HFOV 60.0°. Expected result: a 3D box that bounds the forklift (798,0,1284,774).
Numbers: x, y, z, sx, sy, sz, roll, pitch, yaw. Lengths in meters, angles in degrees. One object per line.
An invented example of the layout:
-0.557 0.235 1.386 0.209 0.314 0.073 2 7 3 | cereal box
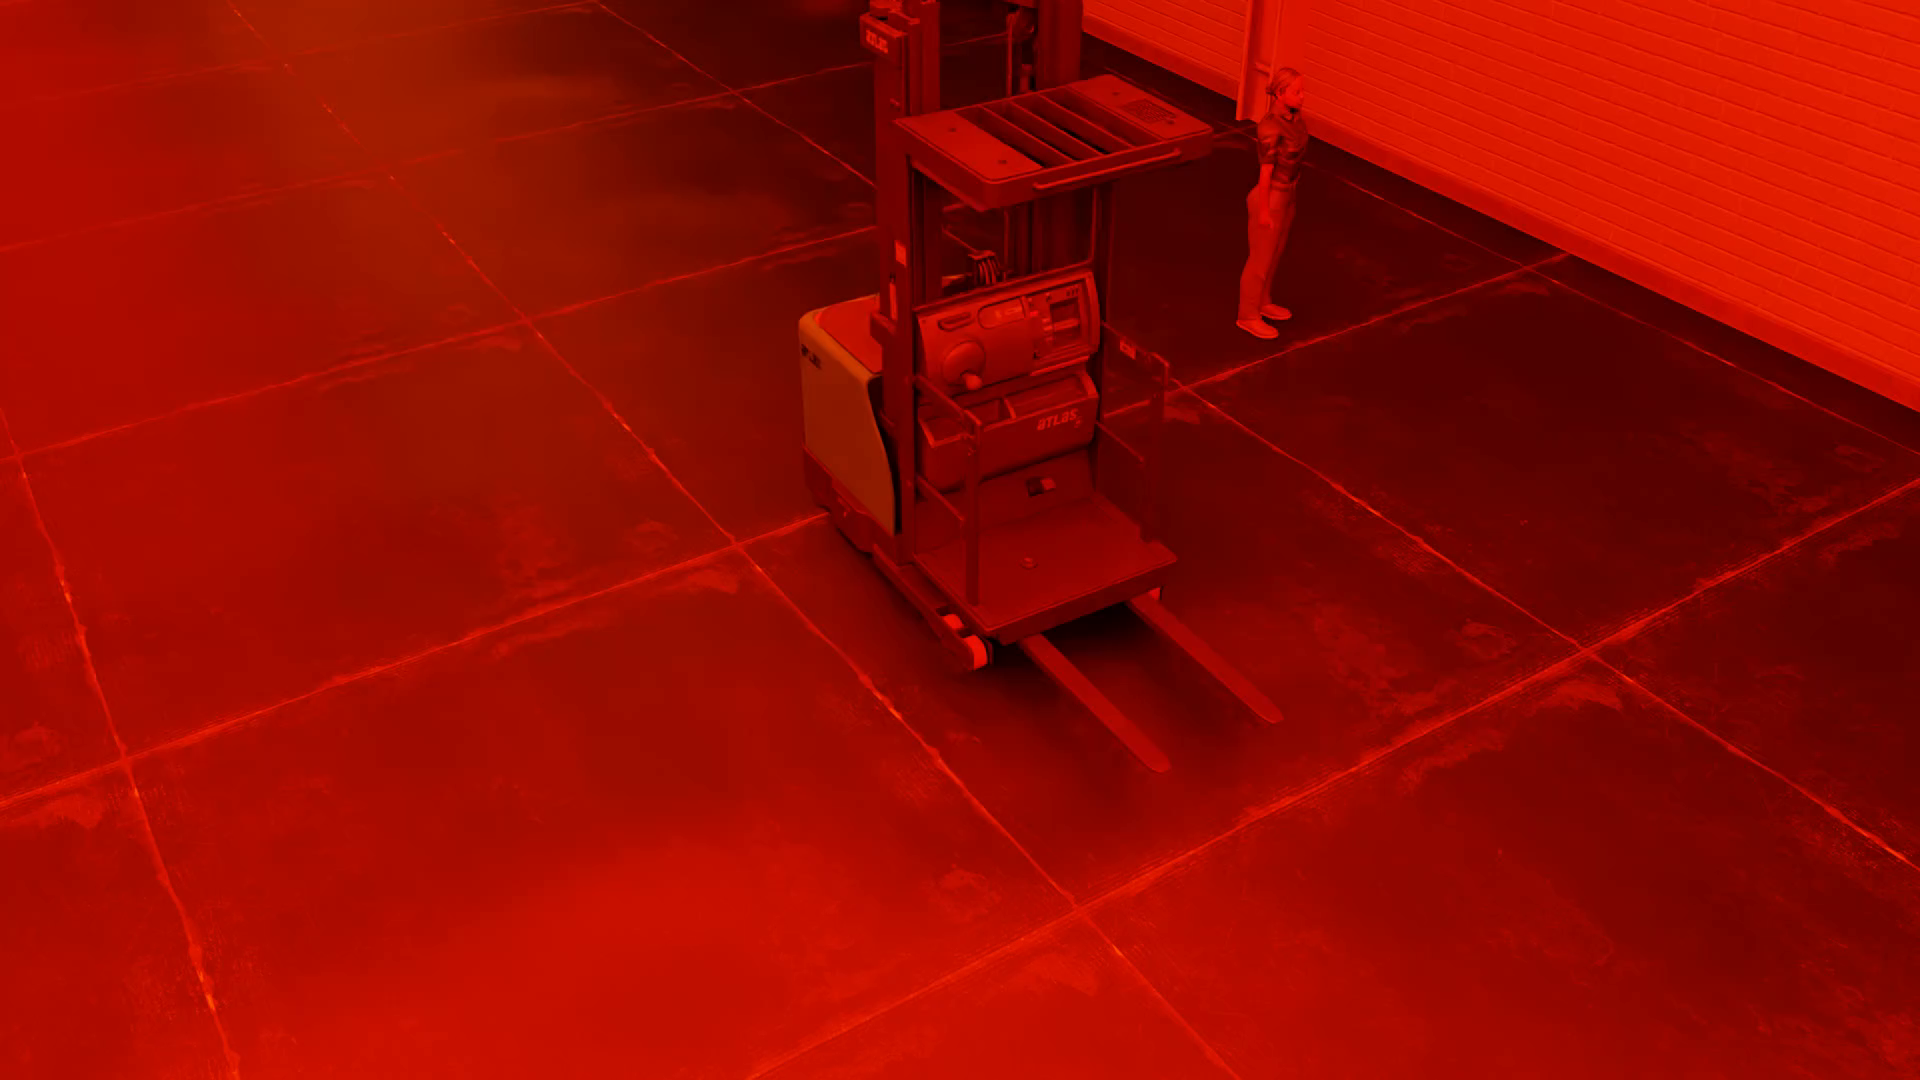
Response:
0.343 -0.890 7.414 1.130 2.935 3.031 -19 39 -25 | forklift

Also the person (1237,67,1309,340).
1.946 -2.080 10.217 0.325 1.662 0.446 17 39 23 | person
